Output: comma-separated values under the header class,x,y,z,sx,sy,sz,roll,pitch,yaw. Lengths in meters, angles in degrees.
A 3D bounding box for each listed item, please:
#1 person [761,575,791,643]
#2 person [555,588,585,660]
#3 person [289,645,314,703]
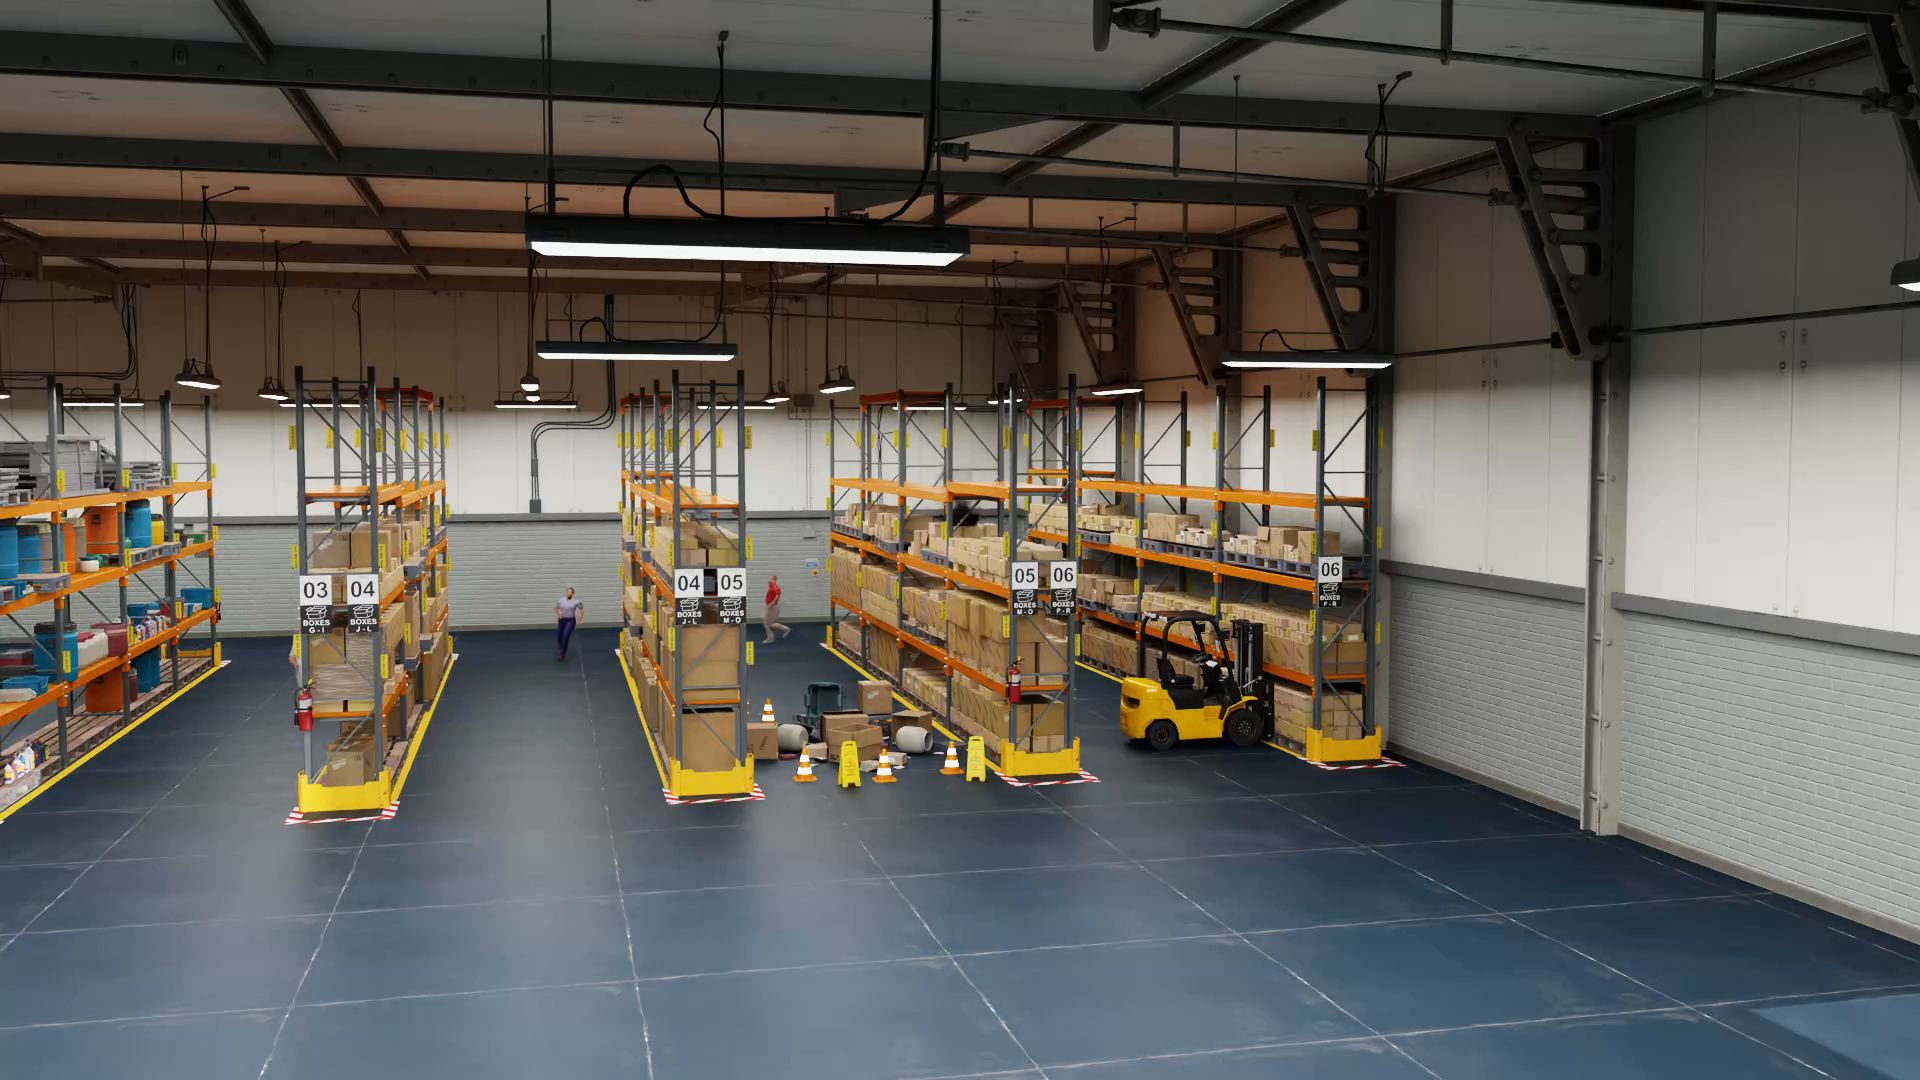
class,x,y,z,sx,sy,sz,roll,pitch,yaw
person,-4.573,1.712,41.192,0.696,1.702,0.681,-1,3,-9
person,-8.992,1.900,38.167,0.695,1.624,0.878,0,3,2
person,-11.638,2.359,29.705,0.659,1.732,0.622,-1,4,-19
